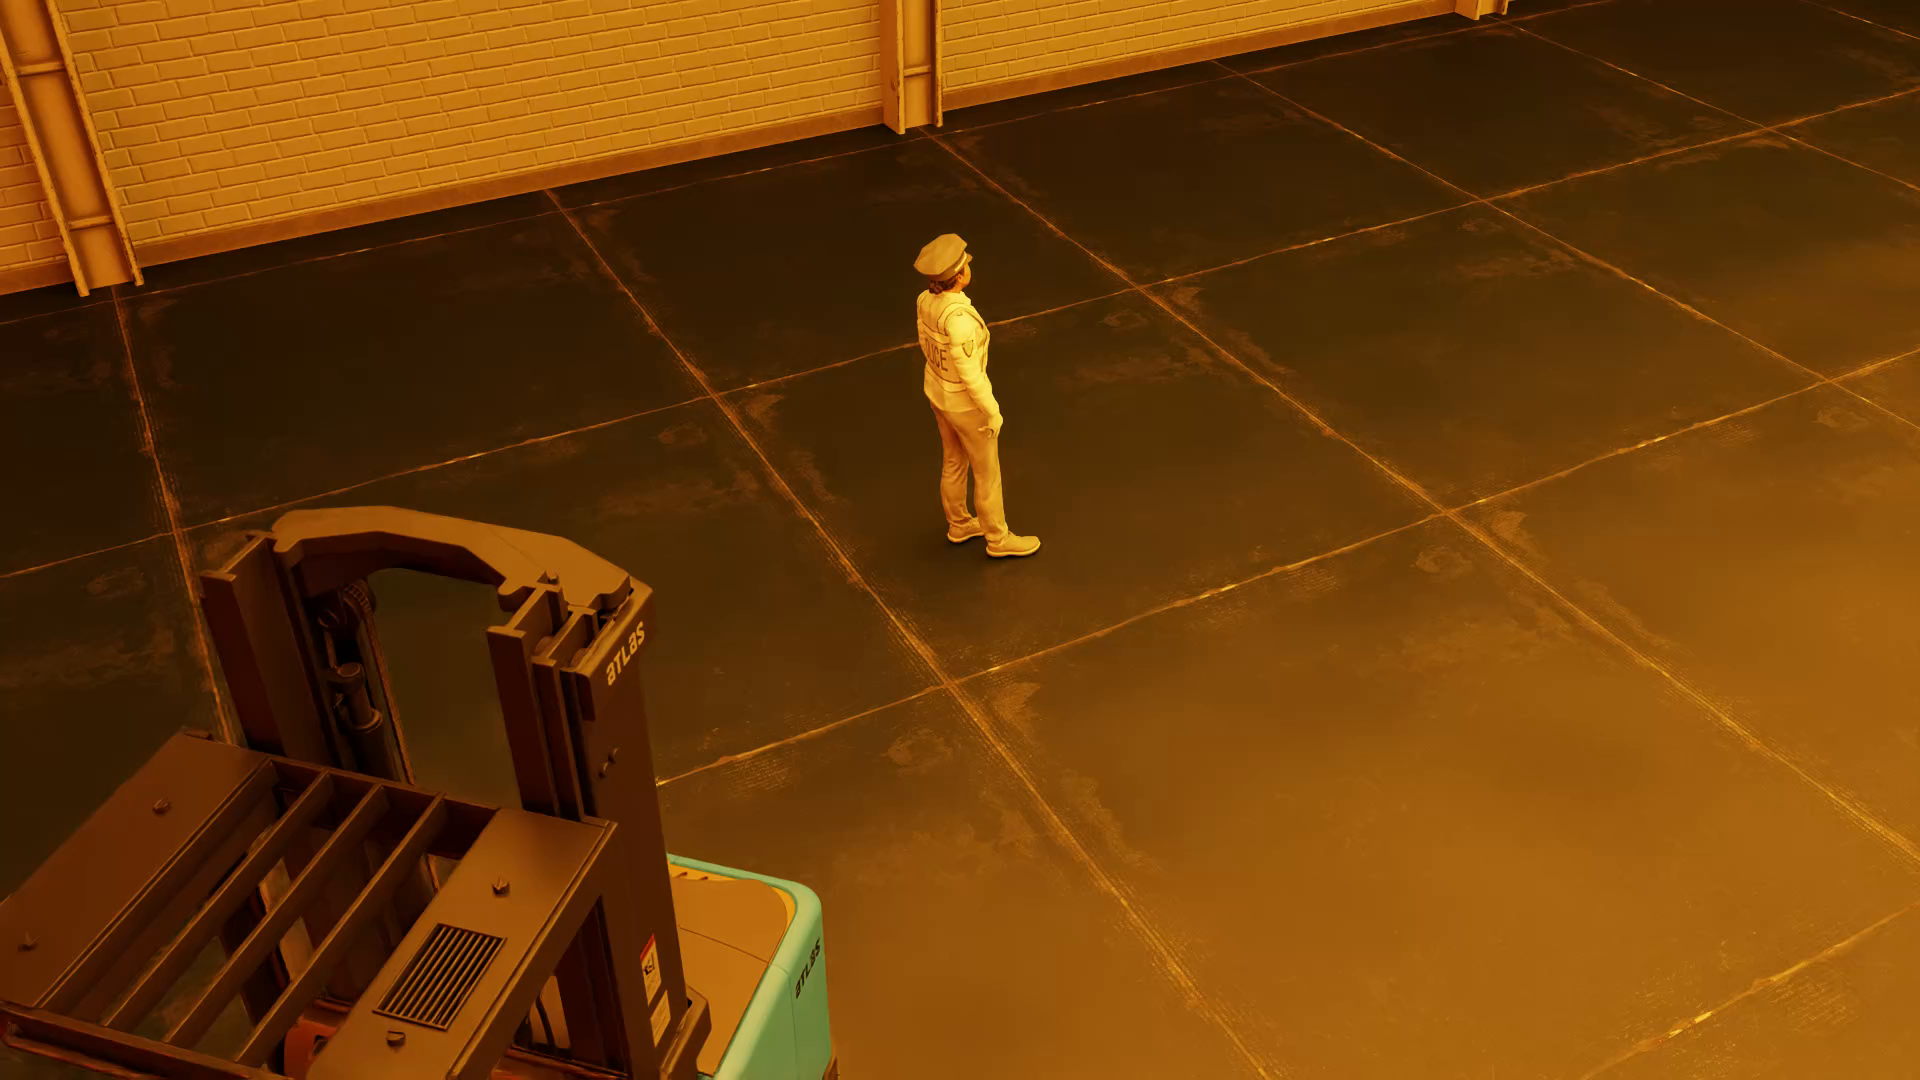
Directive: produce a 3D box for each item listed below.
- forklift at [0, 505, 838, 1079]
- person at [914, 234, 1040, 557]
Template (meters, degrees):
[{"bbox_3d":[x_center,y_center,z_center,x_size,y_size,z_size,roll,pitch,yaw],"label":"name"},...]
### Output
[{"bbox_3d":[-1.326,1.515,3.980,1.130,2.935,3.031,10,36,13],"label":"forklift"},{"bbox_3d":[0.062,-0.713,8.190,0.533,1.696,0.588,-17,39,-23],"label":"person"}]
